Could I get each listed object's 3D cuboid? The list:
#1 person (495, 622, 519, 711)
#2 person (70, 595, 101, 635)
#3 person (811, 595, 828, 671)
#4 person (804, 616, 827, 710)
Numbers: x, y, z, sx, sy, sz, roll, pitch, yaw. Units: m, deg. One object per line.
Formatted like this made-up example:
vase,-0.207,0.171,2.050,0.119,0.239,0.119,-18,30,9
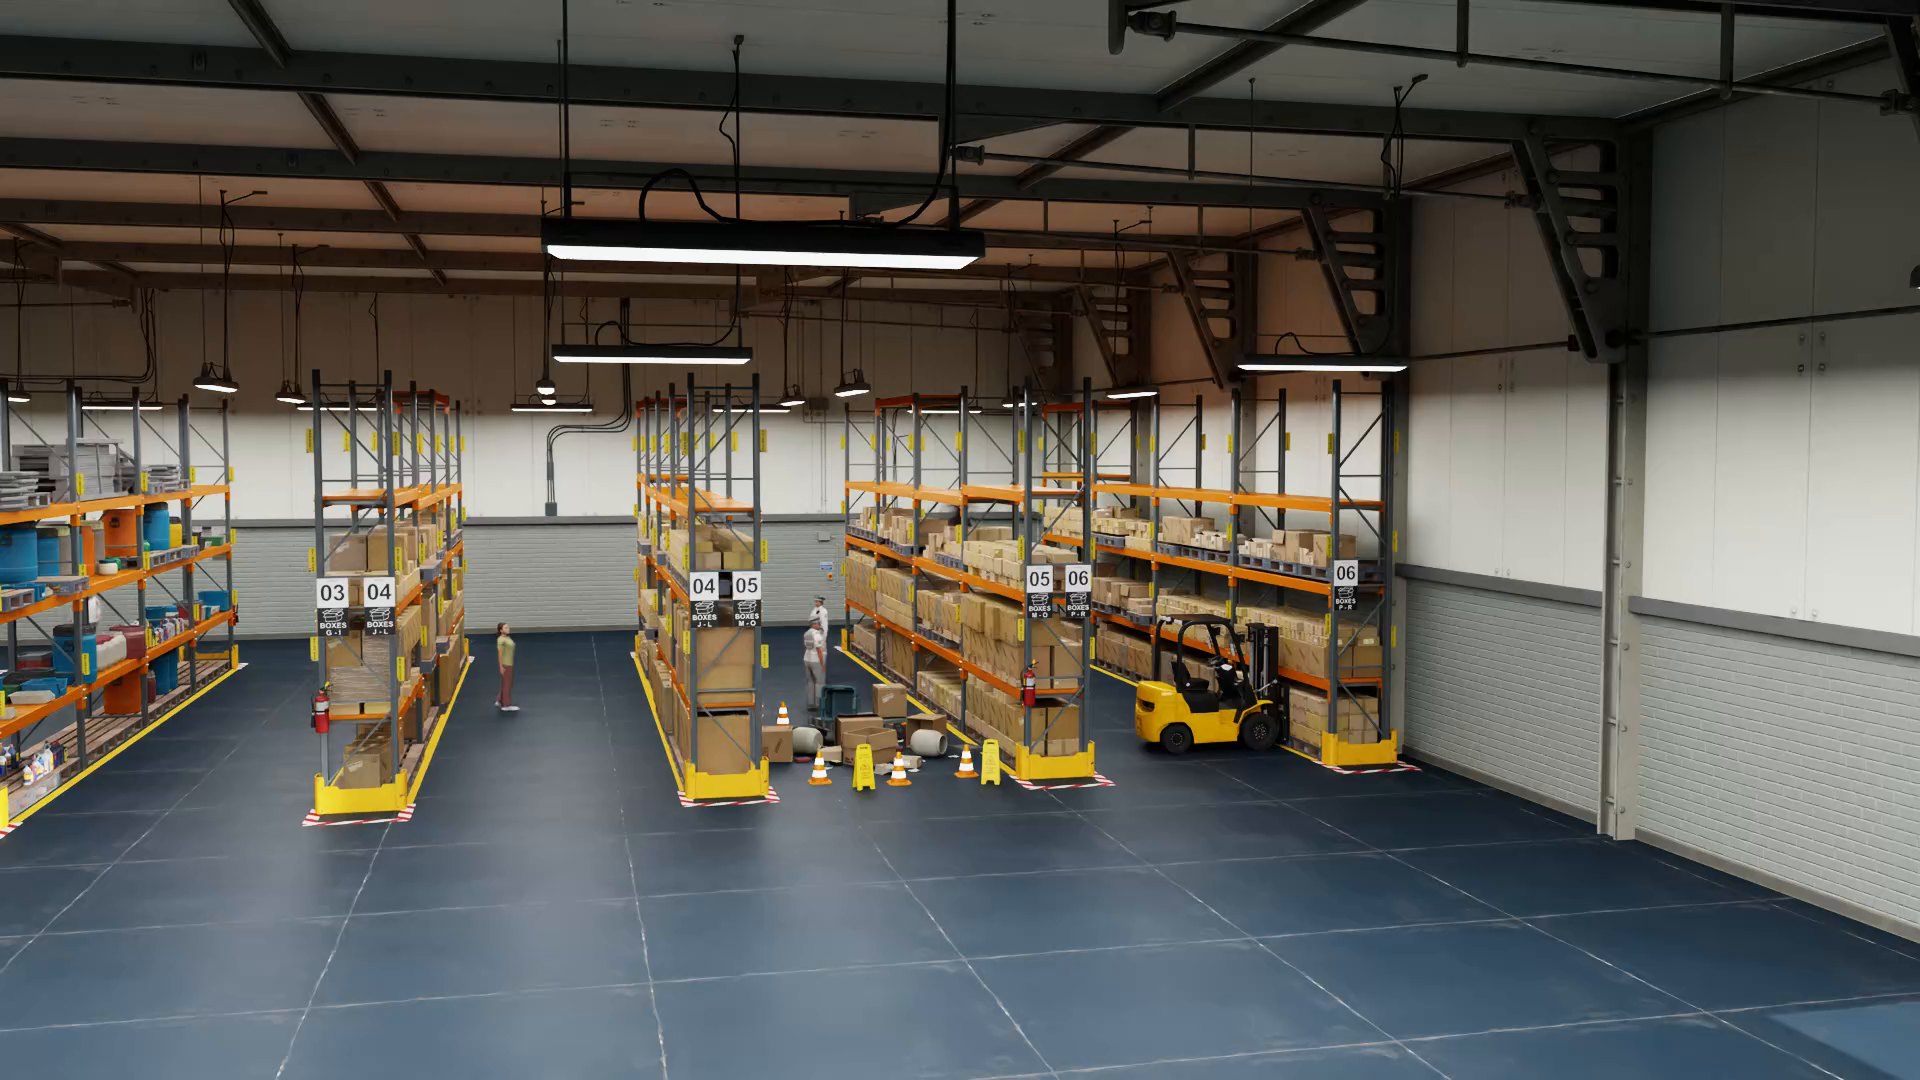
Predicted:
person,-8.499,2.361,31.136,0.435,1.673,0.481,-1,3,-16
person,-20.350,1.923,38.710,0.660,1.795,0.901,-1,3,-17
person,-3.090,2.048,36.520,0.330,1.691,0.551,-2,4,-34
person,-2.694,2.303,31.285,0.441,1.767,0.598,-2,4,-36
